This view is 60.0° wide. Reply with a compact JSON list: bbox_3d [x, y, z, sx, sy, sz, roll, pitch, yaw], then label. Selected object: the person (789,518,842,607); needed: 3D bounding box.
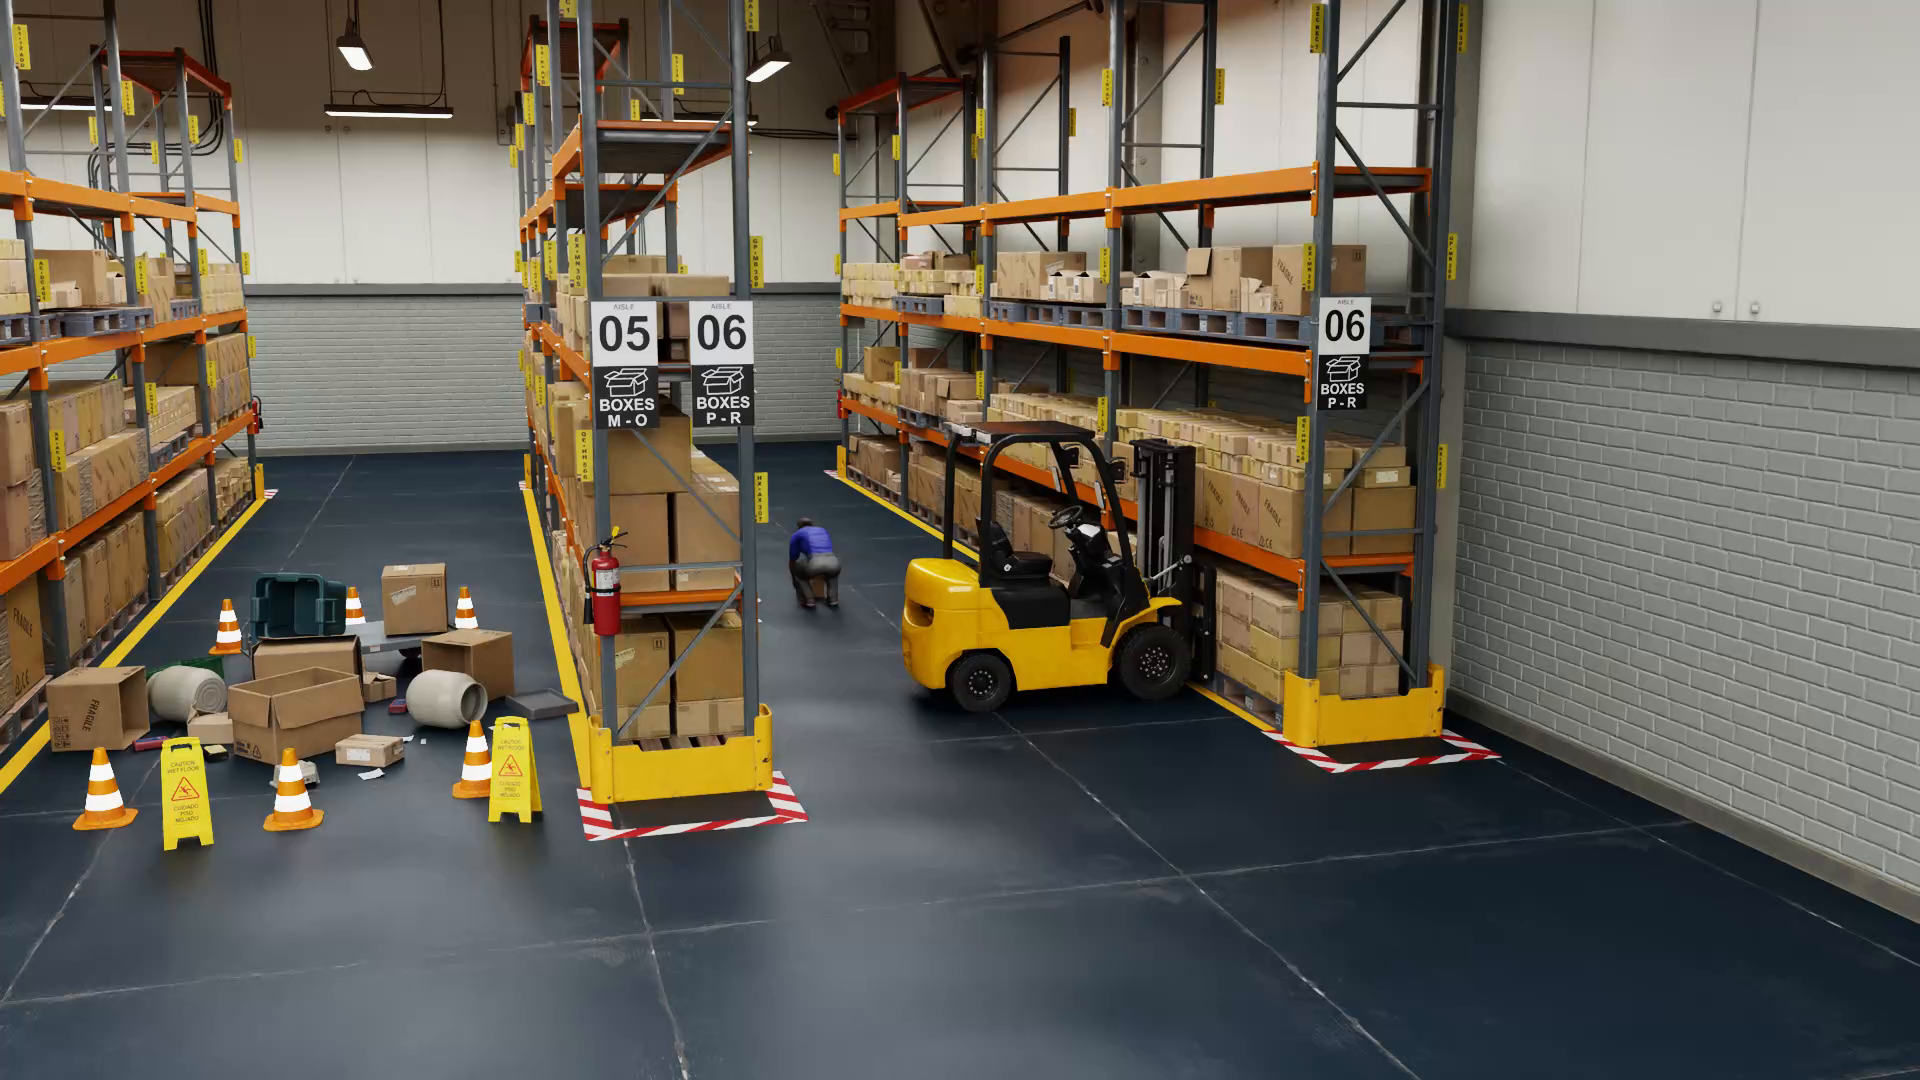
[{"bbox_3d":[-1.482,0.231,17.030,0.483,0.843,0.814,-3,10,-16],"label":"person"}]
